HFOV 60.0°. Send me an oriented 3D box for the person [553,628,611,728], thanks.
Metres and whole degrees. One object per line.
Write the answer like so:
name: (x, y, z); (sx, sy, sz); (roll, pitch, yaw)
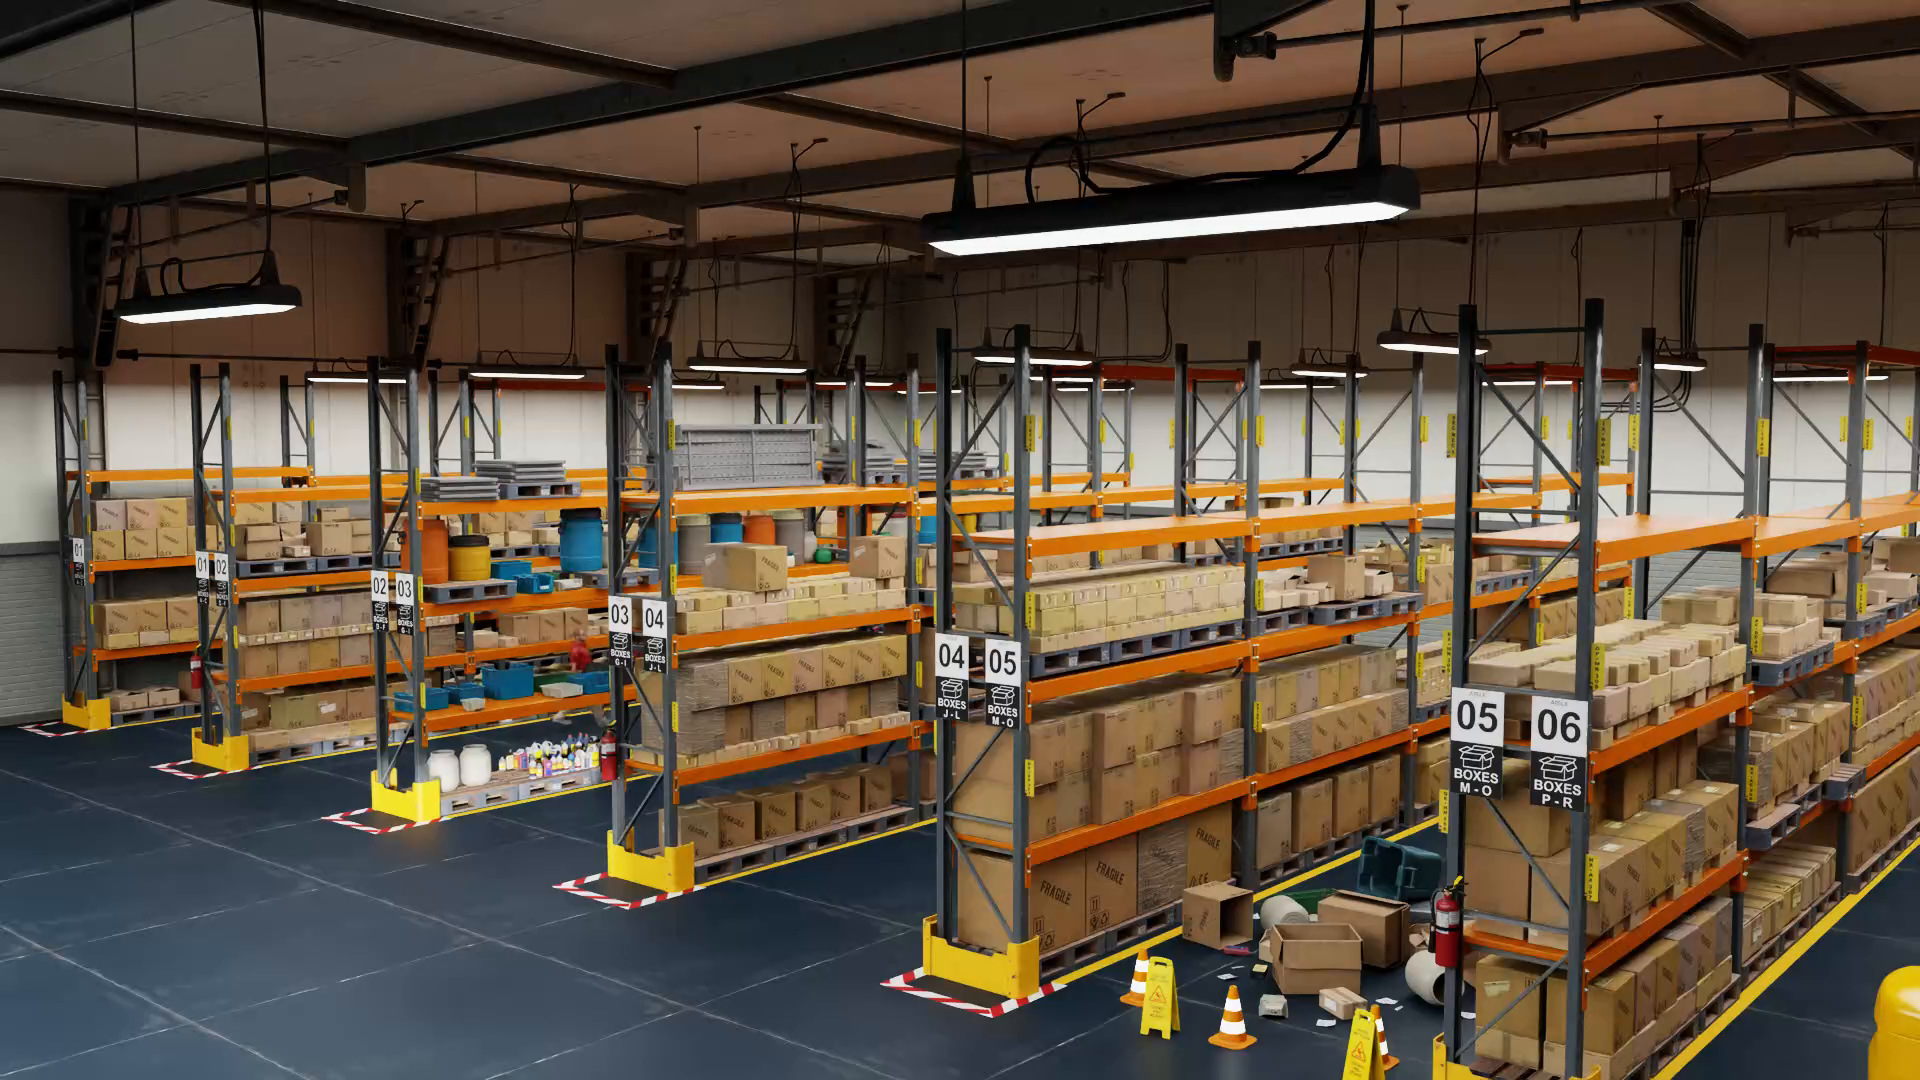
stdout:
person: (-6.300, 2.311, 27.903); (1.071, 1.679, 0.524); (-1, 4, -12)
